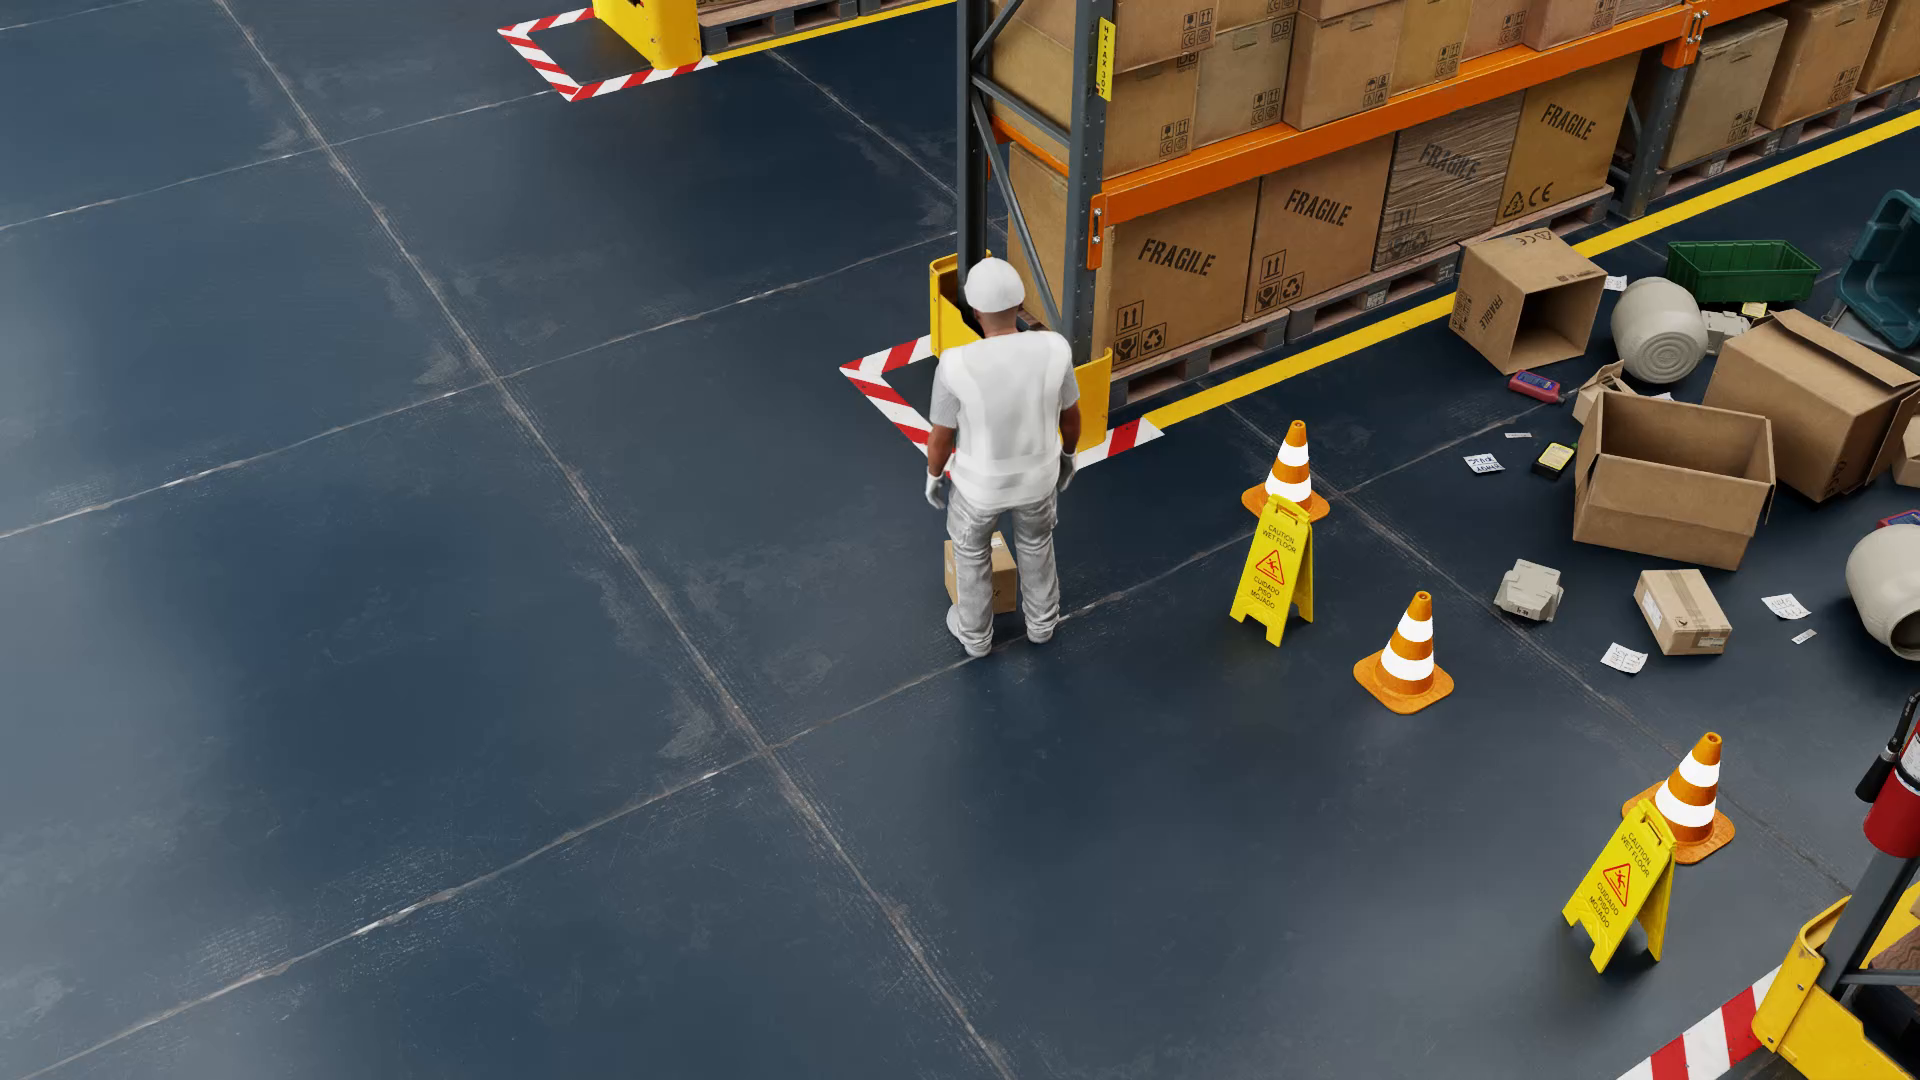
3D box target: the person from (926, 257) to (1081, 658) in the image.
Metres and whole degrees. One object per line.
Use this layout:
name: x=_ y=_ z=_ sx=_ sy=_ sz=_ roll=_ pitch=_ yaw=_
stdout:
person: x=0.166 y=-0.280 z=6.478 sx=0.615 sy=1.773 sz=0.451 roll=-10 pitch=41 yaw=-11
